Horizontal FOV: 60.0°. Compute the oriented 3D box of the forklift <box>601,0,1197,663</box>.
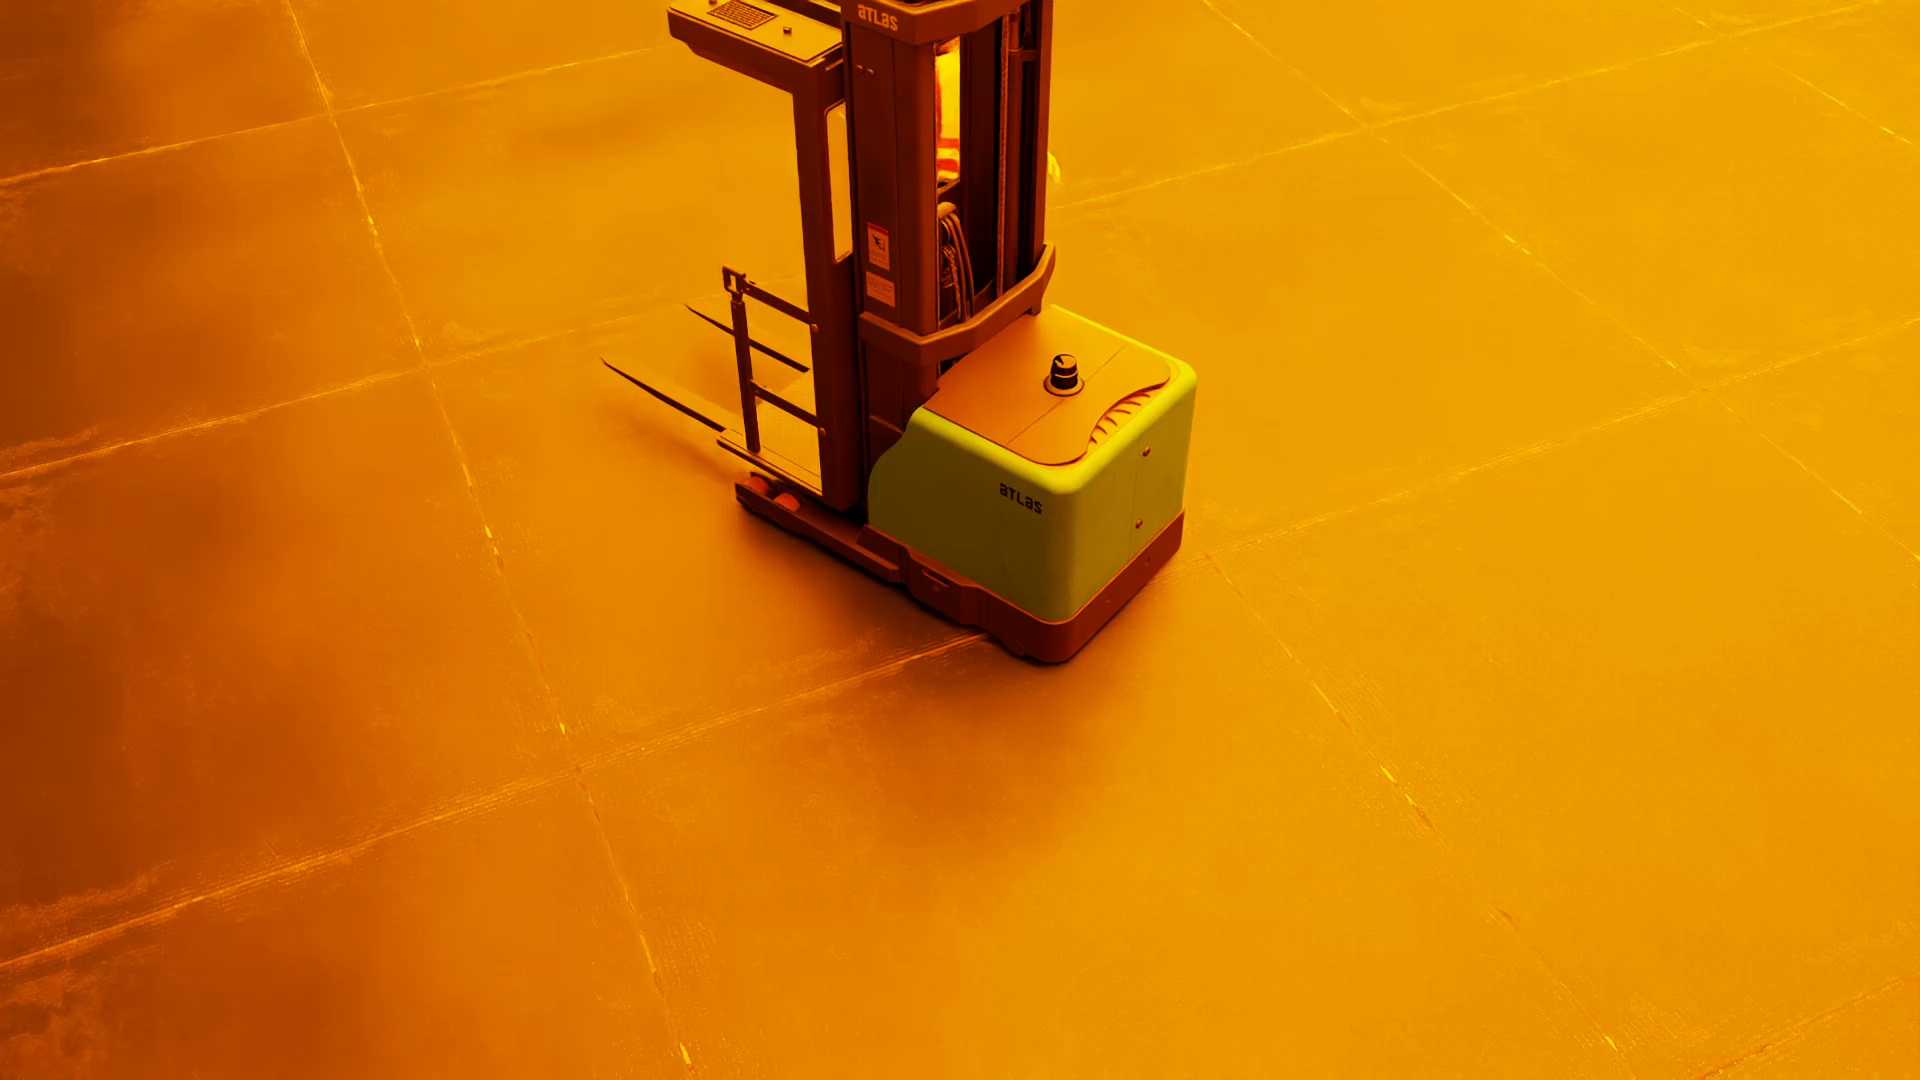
[{"bbox_3d":[-0.446,-1.382,7.161,3.031,2.935,1.130,28,50,27],"label":"forklift"}]

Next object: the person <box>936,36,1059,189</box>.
[{"bbox_3d":[0.028,-2.035,8.877,0.999,1.622,0.532,-1,43,-2],"label":"person"}]
